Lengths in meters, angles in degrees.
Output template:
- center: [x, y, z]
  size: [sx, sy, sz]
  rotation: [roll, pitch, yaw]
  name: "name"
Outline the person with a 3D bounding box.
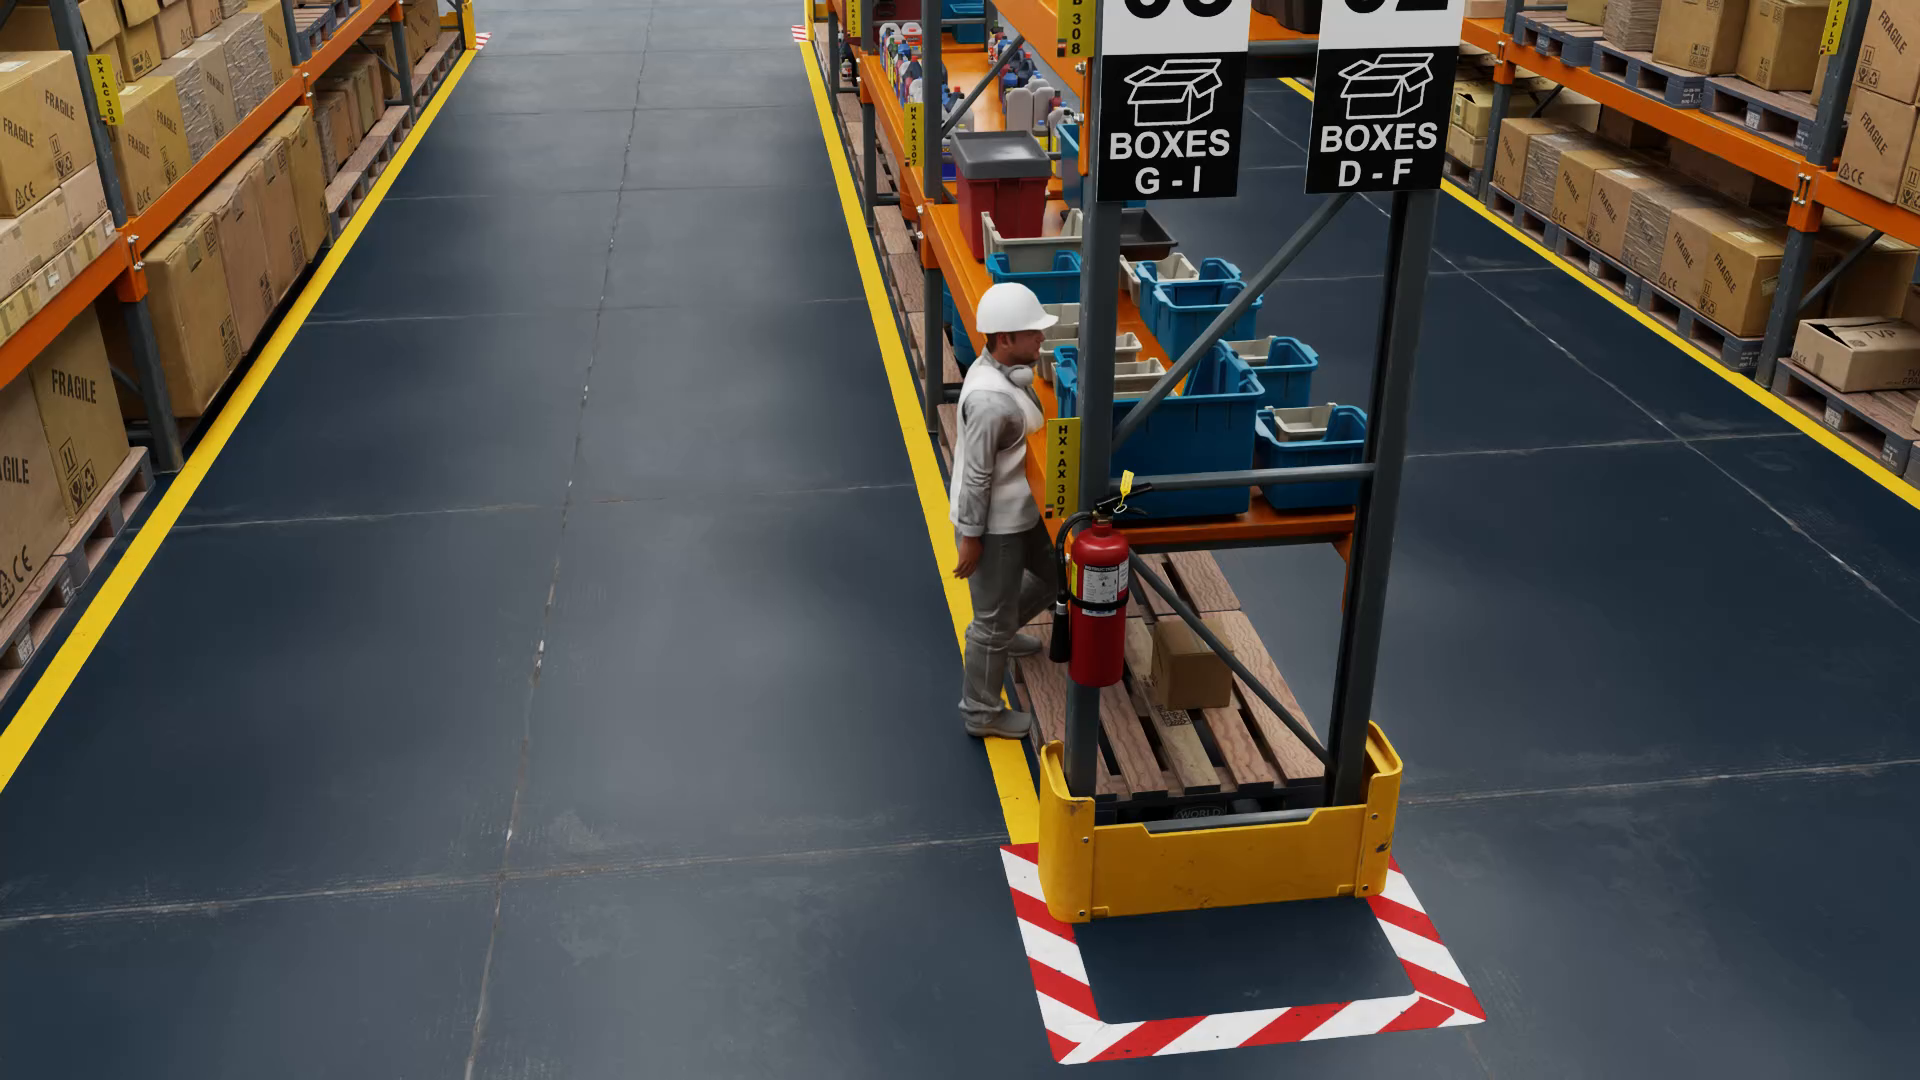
- center: [0.207, -0.095, 6.230]
  size: [0.486, 1.790, 0.572]
  rotation: [2, 27, 4]
  name: "person"
